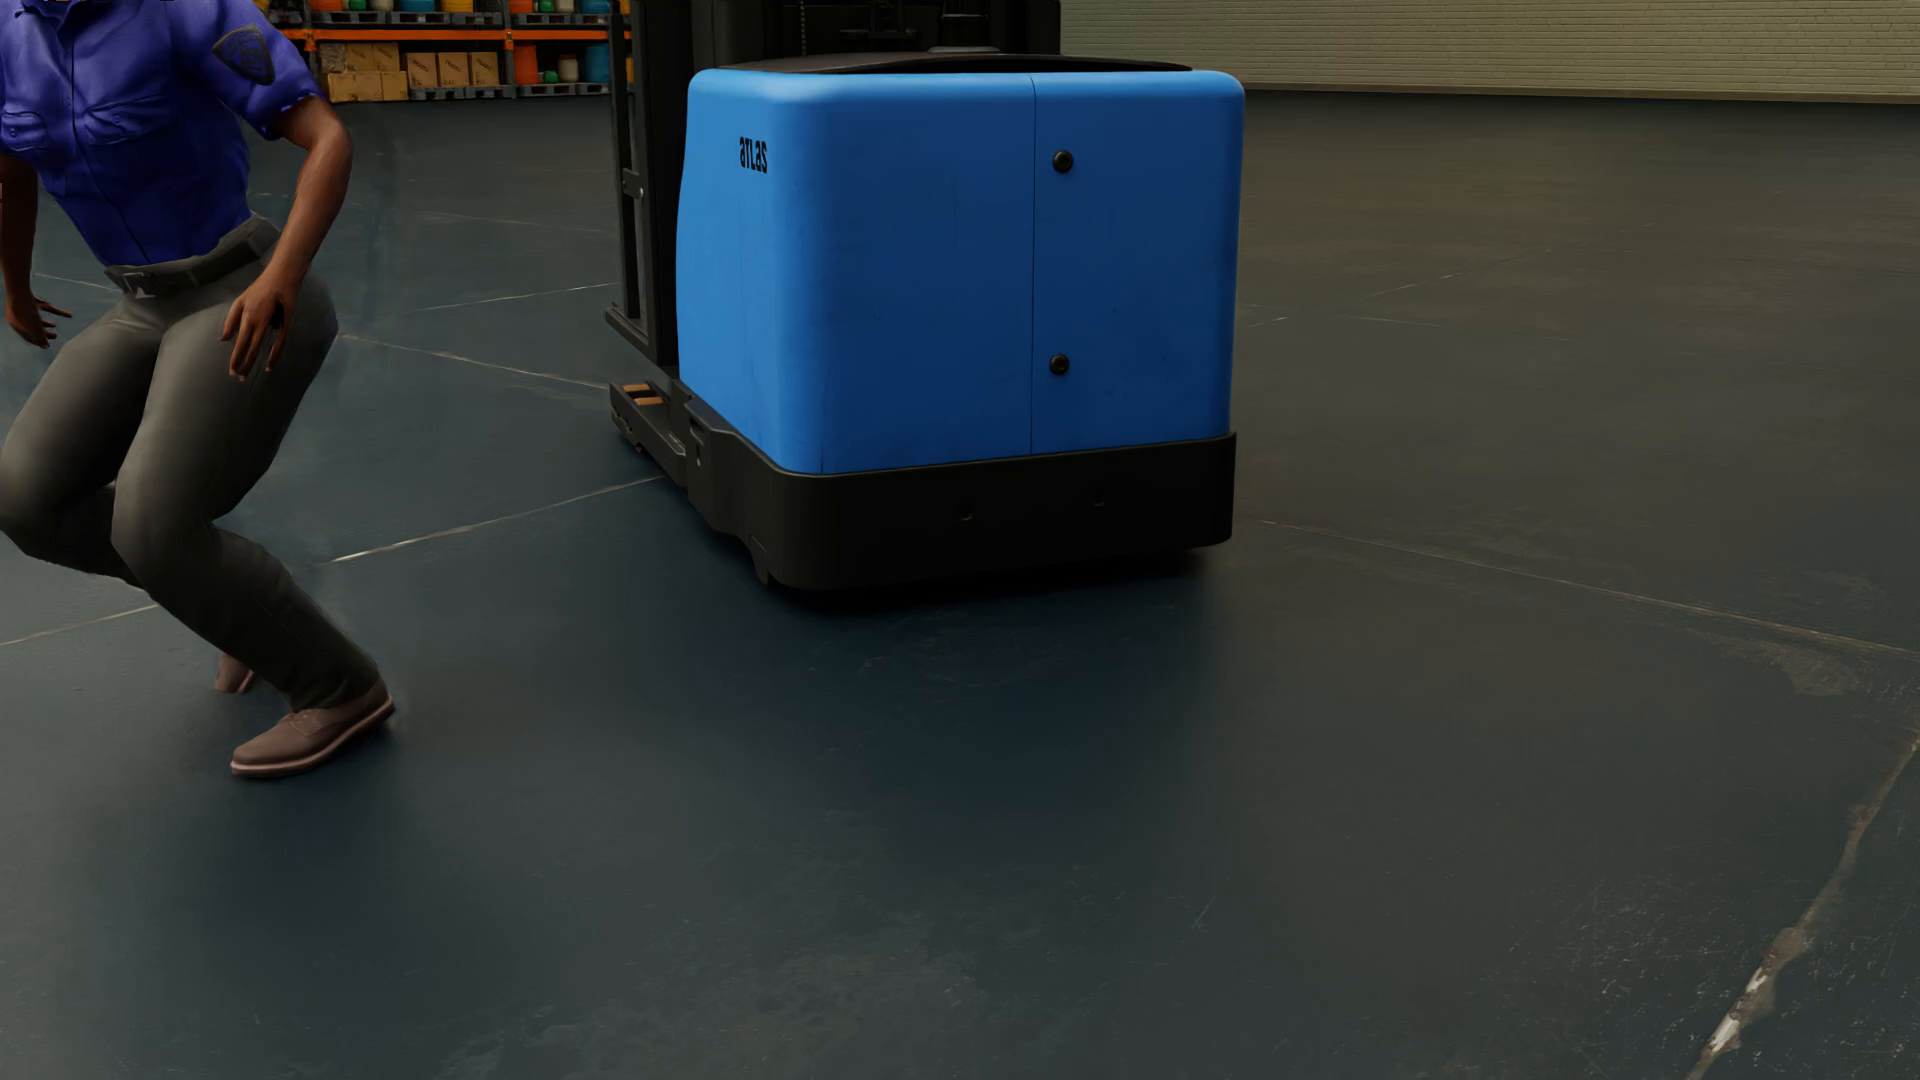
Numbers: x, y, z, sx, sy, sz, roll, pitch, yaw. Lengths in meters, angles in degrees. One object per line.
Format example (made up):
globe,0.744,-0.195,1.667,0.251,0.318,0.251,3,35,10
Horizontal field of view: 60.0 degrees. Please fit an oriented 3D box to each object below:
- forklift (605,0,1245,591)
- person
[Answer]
forklift,-0.395,-1.686,4.450,1.130,2.935,3.031,-6,18,-20
person,-1.284,-0.359,2.679,0.885,1.503,0.492,9,19,26
